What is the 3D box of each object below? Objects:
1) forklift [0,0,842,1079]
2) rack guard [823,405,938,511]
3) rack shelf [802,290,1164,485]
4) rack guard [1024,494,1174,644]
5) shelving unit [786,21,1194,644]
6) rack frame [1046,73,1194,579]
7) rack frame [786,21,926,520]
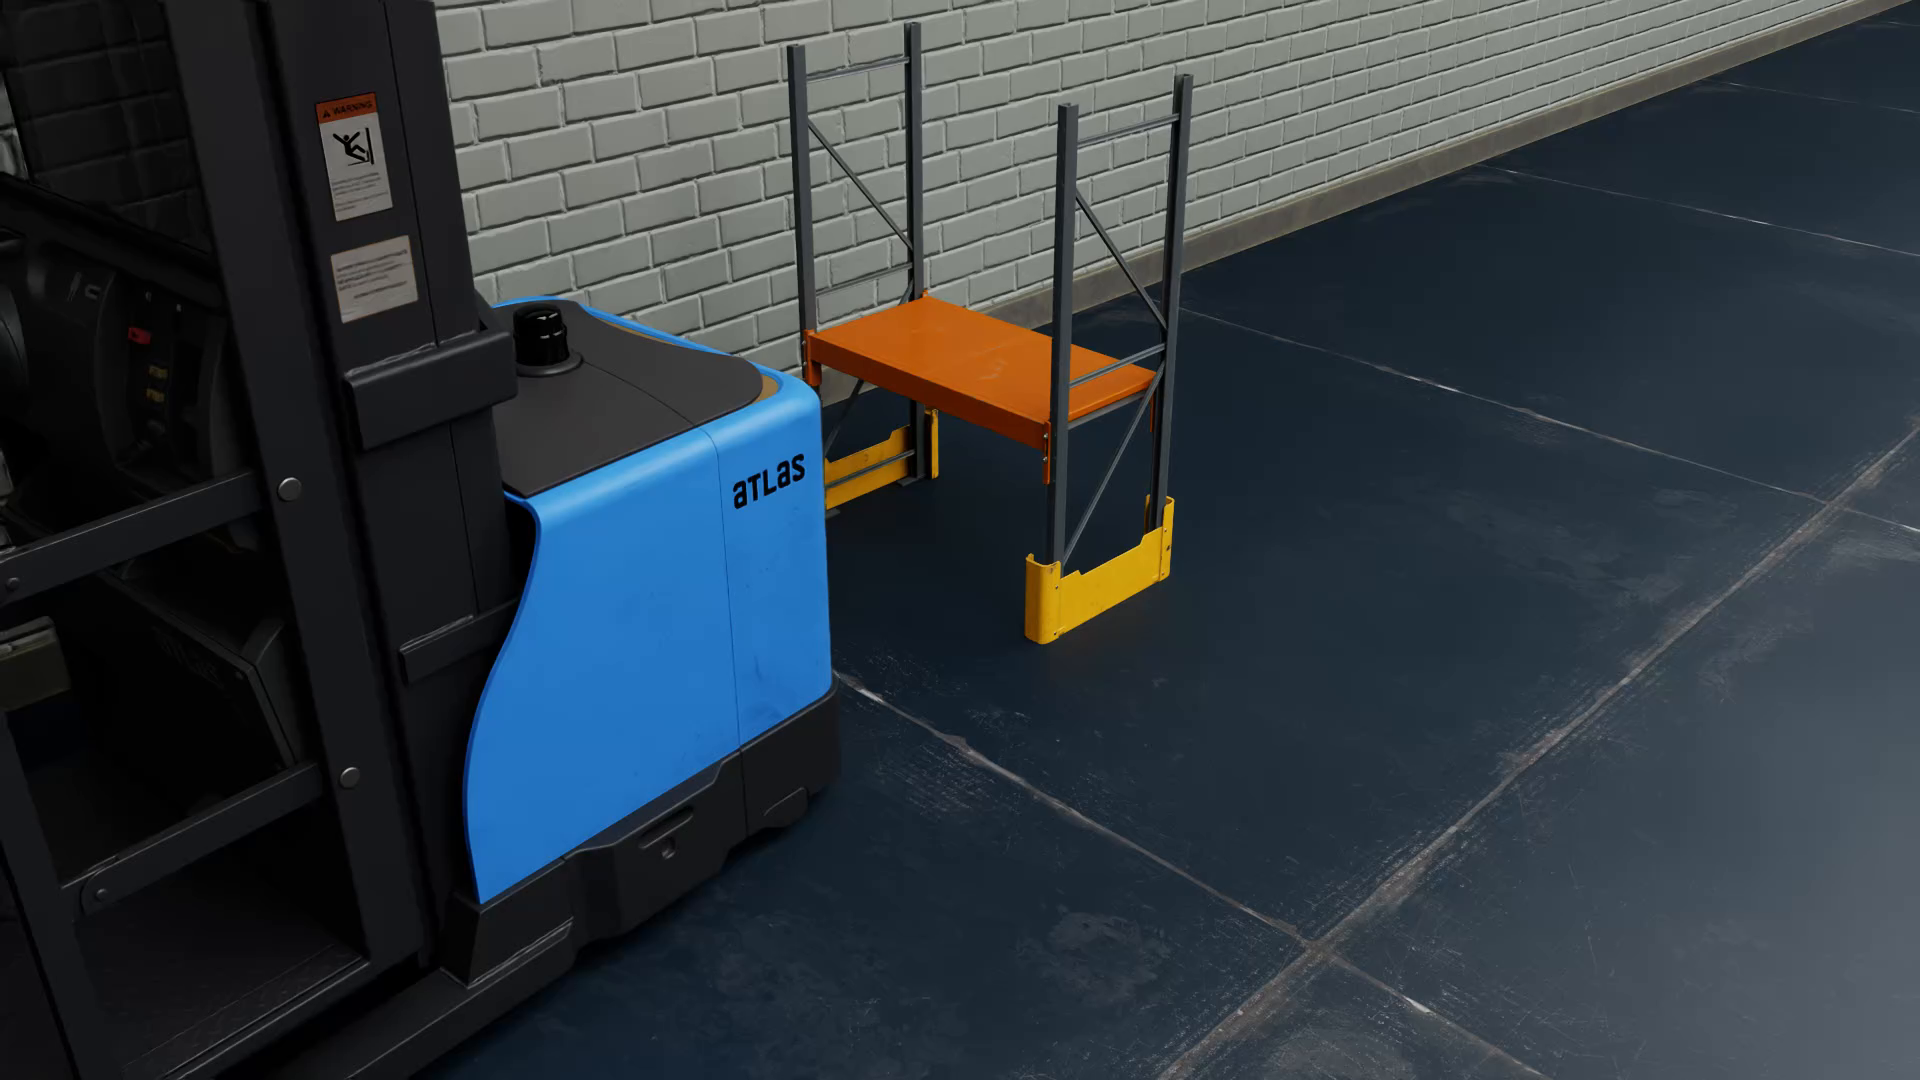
[{"bbox_3d":[-1.615,-0.301,2.674,1.130,2.935,3.031,21,34,34],"label":"forklift"},{"bbox_3d":[-0.301,-0.248,5.454,0.087,0.250,0.587,25,36,38],"label":"rack guard"},{"bbox_3d":[0.061,-0.477,4.932,1.000,0.185,0.538,25,36,38],"label":"rack shelf"},{"bbox_3d":[0.409,0.077,4.835,0.087,0.250,0.587,25,36,38],"label":"rack guard"},{"bbox_3d":[0.054,-0.639,4.854,1.083,1.500,0.587,25,36,38],"label":"shelving unit"},{"bbox_3d":[0.423,-0.470,4.533,0.032,1.500,0.500,25,36,38],"label":"rack frame"},{"bbox_3d":[-0.302,-0.802,5.163,0.032,1.500,0.500,25,36,38],"label":"rack frame"}]
